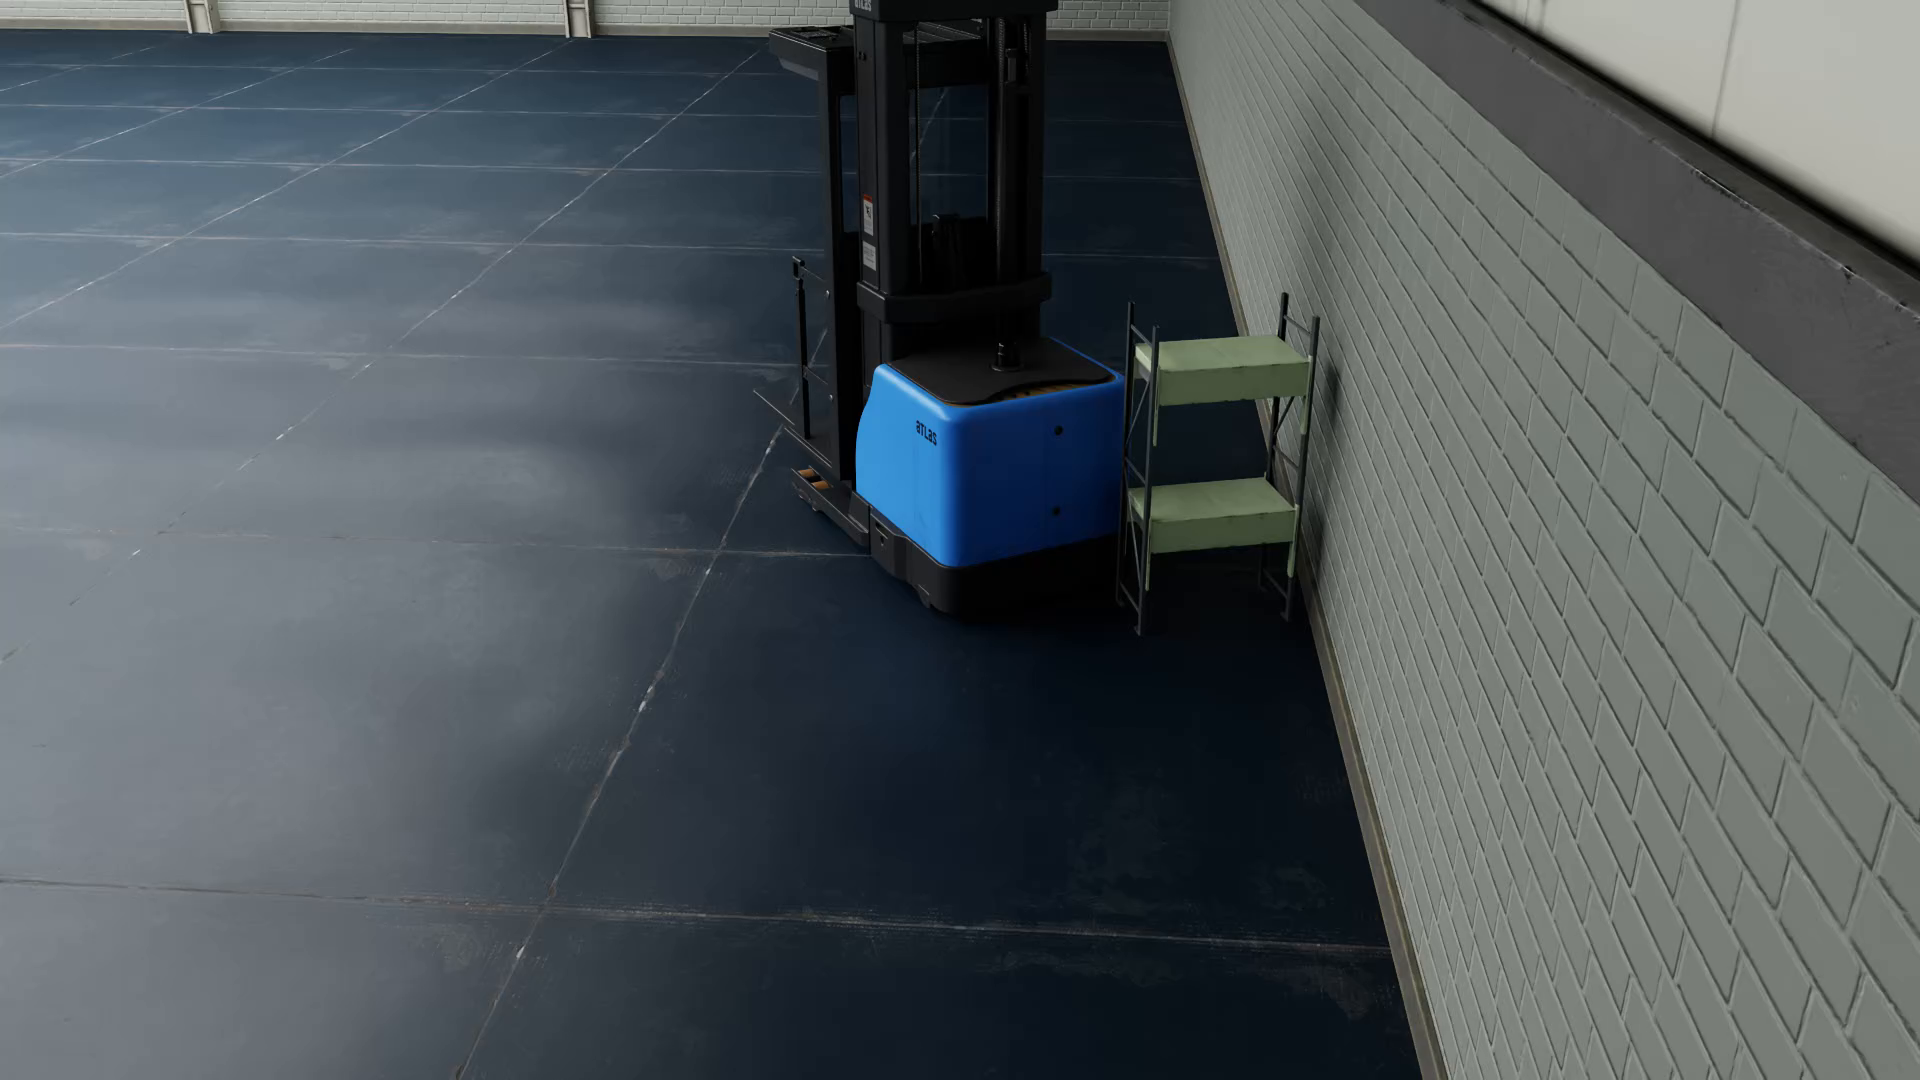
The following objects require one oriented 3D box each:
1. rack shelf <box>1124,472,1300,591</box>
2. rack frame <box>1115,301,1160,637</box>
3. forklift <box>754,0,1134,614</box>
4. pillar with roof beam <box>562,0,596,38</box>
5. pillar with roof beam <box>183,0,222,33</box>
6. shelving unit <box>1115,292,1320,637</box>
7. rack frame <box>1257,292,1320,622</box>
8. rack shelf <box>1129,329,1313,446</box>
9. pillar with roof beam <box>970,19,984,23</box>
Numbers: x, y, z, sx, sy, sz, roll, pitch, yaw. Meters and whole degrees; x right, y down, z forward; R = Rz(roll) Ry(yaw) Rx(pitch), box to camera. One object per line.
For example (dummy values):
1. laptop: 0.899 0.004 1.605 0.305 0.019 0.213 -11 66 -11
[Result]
1. rack shelf: 1.168 -0.047 7.837 0.720 0.370 0.431 -5 25 -11
2. rack frame: 0.810 -0.312 7.634 0.023 1.500 0.400 -5 25 -11
3. forklift: -0.284 -1.563 8.641 1.130 2.935 3.031 -12 27 -25
4. pillar with roof beam: -6.166 -10.064 19.856 0.400 9.000 9.100 2 25 4
5. pillar with roof beam: -12.148 -10.256 20.273 0.400 9.000 9.100 2 25 4
6. shelving unit: 1.168 -0.343 7.701 0.755 1.500 0.431 -5 25 -11
7. rack frame: 1.527 -0.374 7.768 0.023 1.500 0.400 -5 25 -11
8. rack shelf: 1.168 -0.697 7.538 0.720 0.370 0.431 -5 25 -11
9. pillar with roof beam: -0.184 -9.872 19.438 0.400 9.000 9.100 2 25 4
